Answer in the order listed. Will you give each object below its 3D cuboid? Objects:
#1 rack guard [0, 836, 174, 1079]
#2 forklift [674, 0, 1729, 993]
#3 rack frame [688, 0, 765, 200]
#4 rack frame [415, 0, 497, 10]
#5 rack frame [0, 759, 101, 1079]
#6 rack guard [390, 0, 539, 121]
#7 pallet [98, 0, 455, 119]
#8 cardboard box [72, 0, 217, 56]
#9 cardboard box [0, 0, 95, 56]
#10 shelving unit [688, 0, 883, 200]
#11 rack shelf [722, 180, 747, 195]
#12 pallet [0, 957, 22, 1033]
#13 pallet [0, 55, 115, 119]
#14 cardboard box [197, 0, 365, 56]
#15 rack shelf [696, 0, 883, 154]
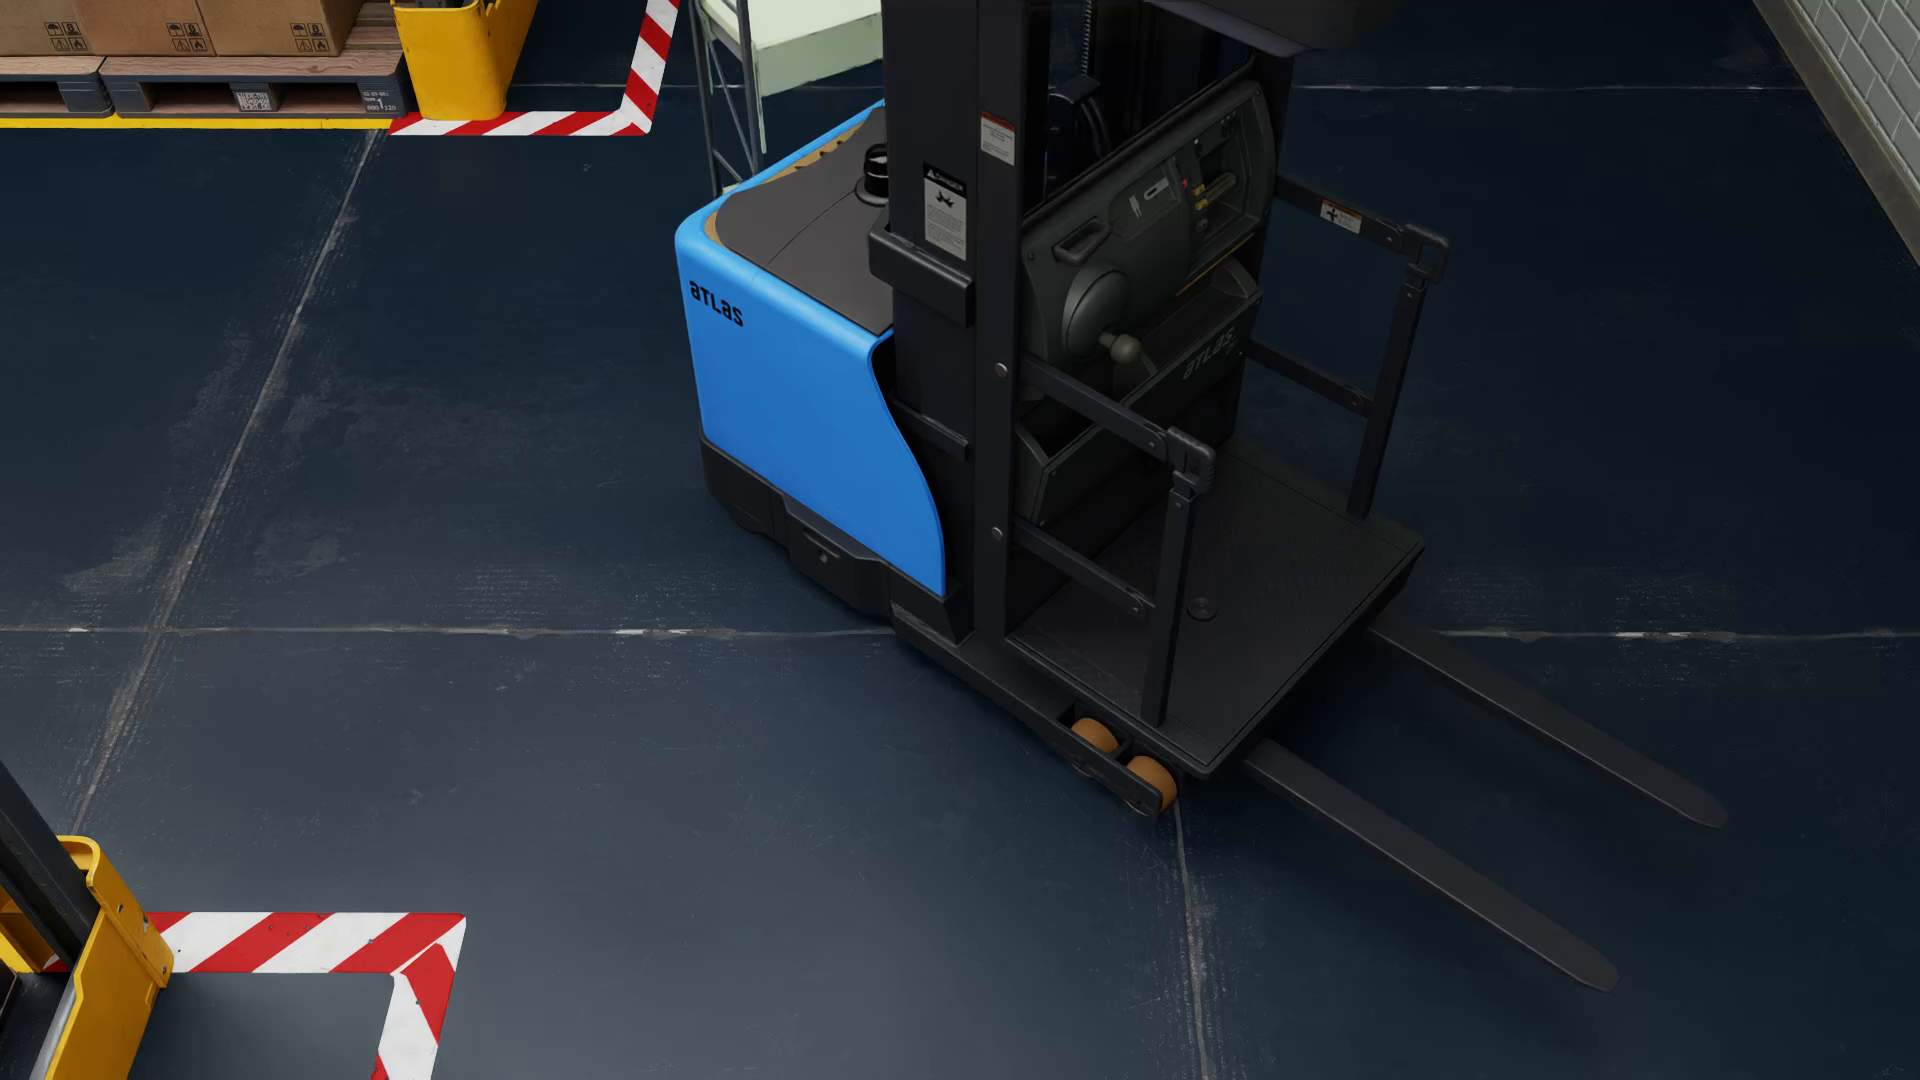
[{"bbox_3d":[-2.180,1.297,3.702,0.348,0.500,1.175,0,47,0],"label":"rack guard"},{"bbox_3d":[0.627,-0.686,3.887,3.031,2.935,1.130,33,55,27],"label":"forklift"},{"bbox_3d":[-0.709,-1.152,5.297,0.023,1.500,0.400,-24,51,-21],"label":"rack frame"},{"bbox_3d":[-2.089,-3.181,6.161,0.127,3.000,1.000,0,47,0],"label":"rack frame"},{"bbox_3d":[-2.104,0.445,2.786,0.127,3.000,1.000,0,47,0],"label":"rack frame"},{"bbox_3d":[-2.065,-2.329,7.076,0.348,0.500,1.175,0,47,0],"label":"rack guard"},{"bbox_3d":[-2.889,-2.176,7.131,1.213,0.211,1.003,0,47,0],"label":"pallet"},{"bbox_3d":[-3.290,-2.402,6.858,0.500,0.500,0.700,0,47,0],"label":"cardboard box"},{"bbox_3d":[-3.793,-2.403,6.858,0.500,0.500,0.700,-1,47,-1],"label":"cardboard box"},{"bbox_3d":[-0.397,-1.292,5.427,0.755,1.500,0.431,-24,51,-21],"label":"shelving unit"},{"bbox_3d":[-0.396,-1.069,5.665,0.720,0.370,0.431,-24,51,-21],"label":"rack shelf"},{"bbox_3d":[-2.977,1.394,3.809,1.213,0.211,1.003,0,47,0],"label":"pallet"},{"bbox_3d":[-4.106,-2.181,7.136,1.213,0.211,1.003,0,47,0],"label":"pallet"},{"bbox_3d":[-2.789,-2.401,6.856,0.500,0.500,0.700,0,47,0],"label":"cardboard box"},{"bbox_3d":[-0.397,-1.559,5.142,0.720,0.370,0.431,-24,51,-21],"label":"rack shelf"}]
